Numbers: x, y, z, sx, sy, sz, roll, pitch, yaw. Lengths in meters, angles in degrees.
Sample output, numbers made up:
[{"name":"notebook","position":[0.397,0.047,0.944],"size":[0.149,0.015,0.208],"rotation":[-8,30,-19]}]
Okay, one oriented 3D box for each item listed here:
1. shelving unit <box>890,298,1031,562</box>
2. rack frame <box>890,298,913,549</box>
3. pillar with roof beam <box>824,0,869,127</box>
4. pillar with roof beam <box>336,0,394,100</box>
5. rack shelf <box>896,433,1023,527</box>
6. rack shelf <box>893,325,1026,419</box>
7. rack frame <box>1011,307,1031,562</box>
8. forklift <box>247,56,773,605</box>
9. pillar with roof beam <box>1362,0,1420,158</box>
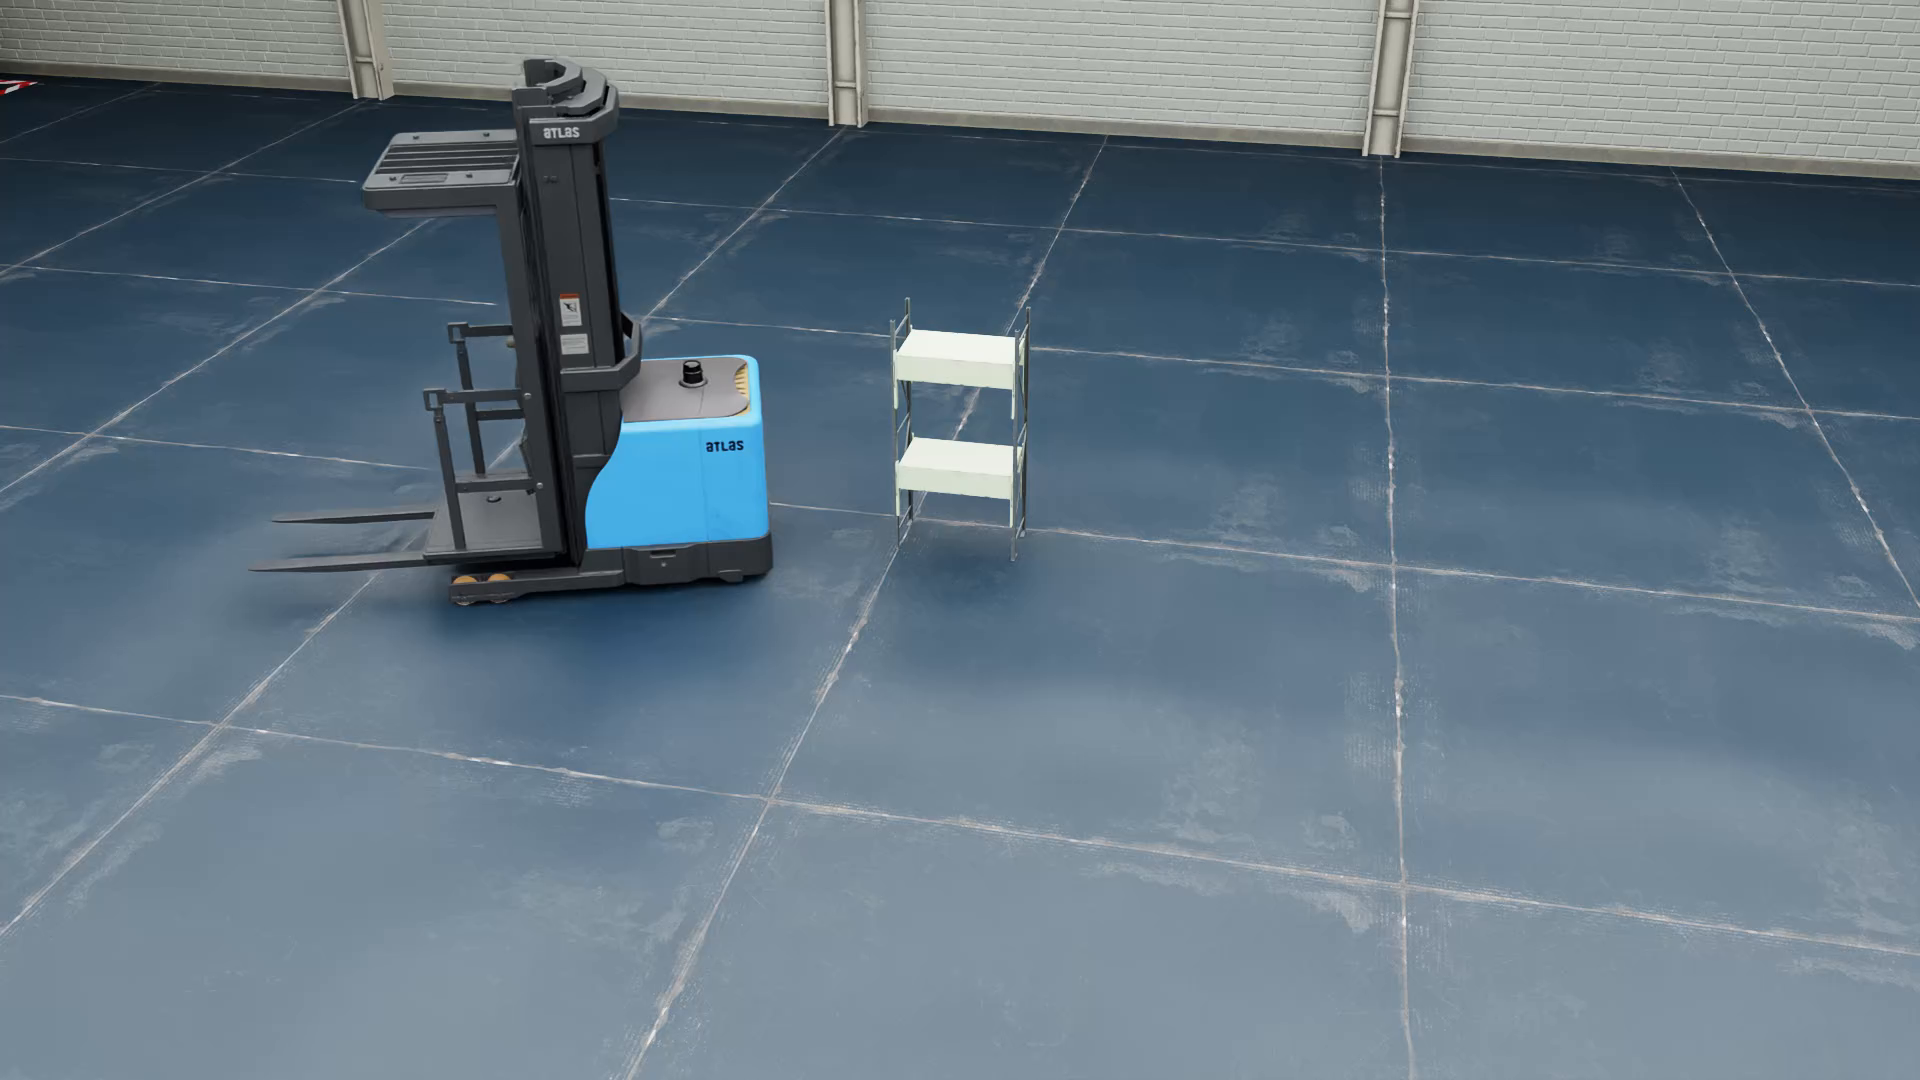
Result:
[{"name":"shelving unit","position":[0.007,-0.657,10.051],"size":[0.755,1.500,0.431],"rotation":[6,29,11]},{"name":"rack frame","position":[-0.351,-0.694,10.118],"size":[0.023,1.500,0.400],"rotation":[6,29,11]},{"name":"pillar with roof beam","position":[-2.183,-6.744,13.361],"size":[0.400,9.000,9.100],"rotation":[6,29,11]},{"name":"pillar with roof beam","position":[-8.050,-7.346,14.460],"size":[0.400,9.000,9.100],"rotation":[6,29,11]},{"name":"rack shelf","position":[0.007,-0.371,10.207],"size":[0.720,0.370,0.431],"rotation":[6,29,11]},{"name":"rack shelf","position":[0.007,-1.000,9.863],"size":[0.720,0.370,0.431],"rotation":[6,29,11]},{"name":"rack frame","position":[0.364,-0.620,9.984],"size":[0.023,1.500,0.400],"rotation":[6,29,11]},{"name":"forklift","position":[-2.679,-1.176,9.507],"size":[3.031,2.935,1.130],"rotation":[-4,29,-7]},{"name":"pillar with roof beam","position":[3.685,-6.143,12.262],"size":[0.400,9.000,9.100],"rotation":[6,29,11]}]
